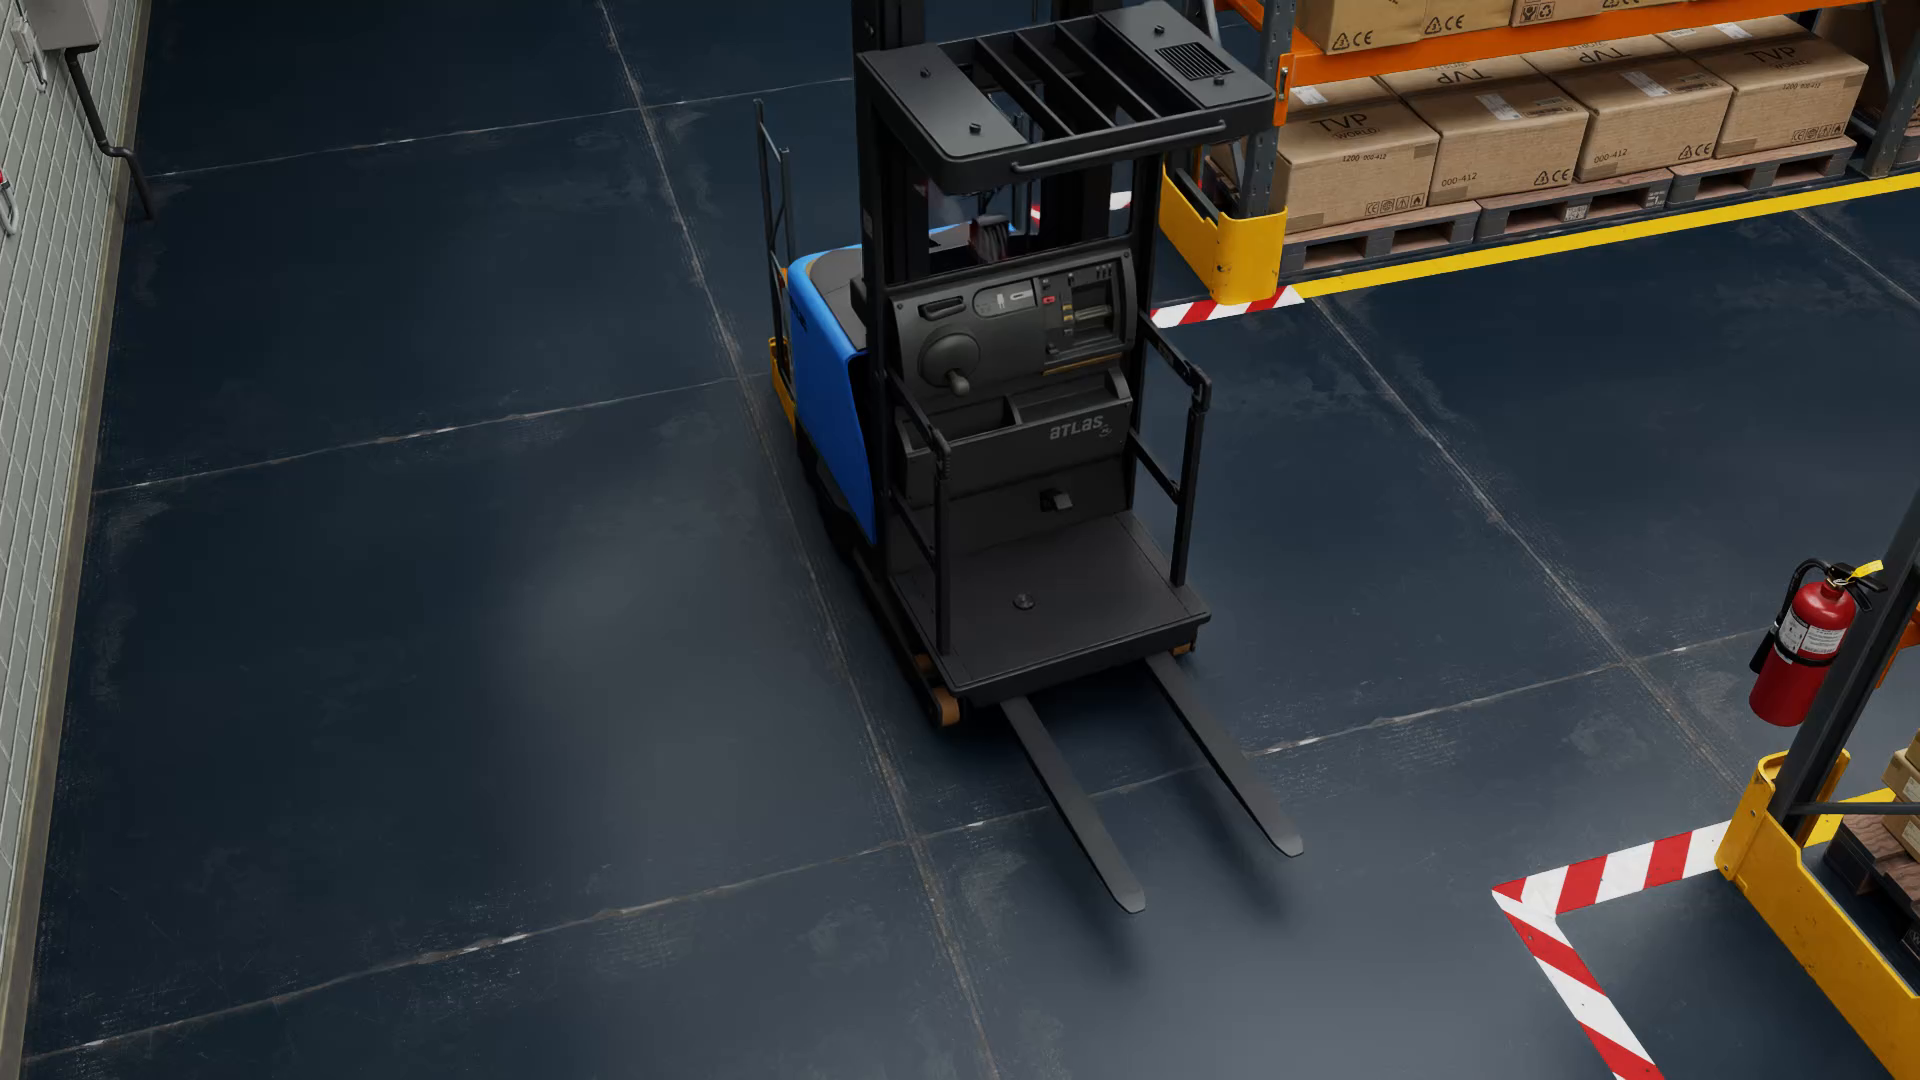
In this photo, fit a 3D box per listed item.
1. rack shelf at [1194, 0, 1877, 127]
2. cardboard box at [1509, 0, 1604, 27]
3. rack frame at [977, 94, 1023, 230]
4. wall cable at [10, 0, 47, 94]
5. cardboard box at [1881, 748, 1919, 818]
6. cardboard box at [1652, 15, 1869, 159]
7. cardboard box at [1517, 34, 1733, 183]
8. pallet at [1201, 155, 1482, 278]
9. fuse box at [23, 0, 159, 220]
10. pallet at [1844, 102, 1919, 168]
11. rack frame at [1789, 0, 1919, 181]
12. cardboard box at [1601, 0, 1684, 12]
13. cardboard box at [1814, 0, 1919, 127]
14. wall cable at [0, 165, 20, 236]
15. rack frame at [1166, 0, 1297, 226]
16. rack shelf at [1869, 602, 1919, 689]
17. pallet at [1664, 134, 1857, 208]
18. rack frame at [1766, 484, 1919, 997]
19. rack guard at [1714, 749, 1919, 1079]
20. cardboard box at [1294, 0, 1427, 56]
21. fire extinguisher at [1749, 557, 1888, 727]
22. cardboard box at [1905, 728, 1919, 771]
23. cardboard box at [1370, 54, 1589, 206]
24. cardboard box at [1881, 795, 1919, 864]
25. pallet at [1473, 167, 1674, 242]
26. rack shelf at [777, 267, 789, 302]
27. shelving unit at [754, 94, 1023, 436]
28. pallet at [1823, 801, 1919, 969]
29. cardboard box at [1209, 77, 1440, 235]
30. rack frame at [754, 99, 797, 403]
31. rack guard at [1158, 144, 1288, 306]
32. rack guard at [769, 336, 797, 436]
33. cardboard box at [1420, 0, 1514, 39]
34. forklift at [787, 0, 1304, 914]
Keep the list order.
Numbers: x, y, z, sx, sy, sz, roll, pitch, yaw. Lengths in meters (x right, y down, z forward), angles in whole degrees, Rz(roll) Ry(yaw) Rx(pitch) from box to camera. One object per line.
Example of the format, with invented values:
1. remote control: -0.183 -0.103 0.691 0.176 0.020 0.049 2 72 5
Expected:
1. rack shelf: 3.267 -2.867 8.798 4.000 0.370 1.077 -12 42 -13
2. cardboard box: 2.868 -2.901 8.215 0.500 0.500 0.500 -12 43 -13
3. rack frame: 0.174 -1.382 7.690 0.032 1.500 0.500 -12 42 -14
4. wall cable: -4.449 -2.883 7.498 0.122 1.984 0.588 -12 42 -13
5. cardboard box: 3.360 0.864 5.602 0.250 0.149 0.380 -13 43 -14
6. cardboard box: 4.543 -2.669 9.654 0.875 0.438 0.875 -12 43 -14
7. cardboard box: 3.690 -2.492 9.451 0.875 0.438 0.875 -13 43 -14
8. pallet: 2.098 -1.899 9.263 1.213 0.211 1.003 -12 42 -13
9. fuse box: -4.504 -2.475 8.782 0.414 1.711 0.539 -12 42 -13
10. pallet: 5.888 -2.682 10.160 1.213 0.211 1.003 -12 42 -13
11. rack frame: 5.175 -3.533 9.014 0.127 3.000 1.000 -12 42 -13
12. cardboard box: 3.341 -3.011 8.340 0.500 0.500 0.500 -10 42 -12
13. cardboard box: 5.742 -3.063 9.772 0.875 0.875 0.875 -10 42 -12
14. wall cable: -4.012 -2.008 6.472 0.123 1.953 0.585 -12 42 -13
15. rack frame: 1.359 -2.742 8.109 0.127 3.000 1.000 -12 42 -13
16. rack shelf: 4.850 0.220 5.265 4.000 0.370 1.077 -12 42 -13
17. pallet: 4.426 -2.381 9.815 1.213 0.211 1.003 -12 42 -13
18. rack frame: 2.943 0.344 4.576 0.127 3.000 1.000 -12 42 -13
19. rack guard: 3.015 1.271 5.416 0.348 0.500 1.175 -12 42 -13
20. cardboard box: 1.903 -2.695 7.978 0.500 0.500 0.500 -12 43 -13
21. fire extinguisher: 2.564 0.274 4.999 0.183 0.674 0.296 -12 42 -13
22. cardboard box: 3.371 0.772 5.482 0.250 0.149 0.380 -11 42 -13
23. cardboard box: 2.829 -2.315 9.248 0.875 0.438 0.875 -11 42 -12
24. cardboard box: 3.382 1.025 5.645 0.250 0.149 0.380 -11 42 -12
25. pallet: 3.260 -2.138 9.537 1.213 0.211 1.003 -12 42 -13
26. rack shelf: -0.308 -1.140 7.686 1.000 0.185 0.538 -12 42 -14
27. shelving unit: -0.317 -1.274 7.566 1.083 1.500 0.587 -12 42 -14
28. pallet: 3.801 1.241 5.669 1.213 0.211 1.003 -12 42 -13
29. cardboard box: 1.959 -2.129 9.035 0.875 0.438 0.875 -13 43 -15
30. rack frame: -0.790 -1.169 7.447 0.032 1.500 0.500 -12 42 -14
31. rack guard: 1.336 -1.796 8.926 0.348 0.500 1.175 -12 42 -13
32. rack guard: -0.788 -0.697 7.856 0.087 0.250 0.587 -12 42 -14
33. cardboard box: 2.377 -2.812 8.113 0.500 0.500 0.500 -12 43 -14
34. forklift: 0.291 -0.703 5.827 1.130 2.935 3.031 -15 43 -17
